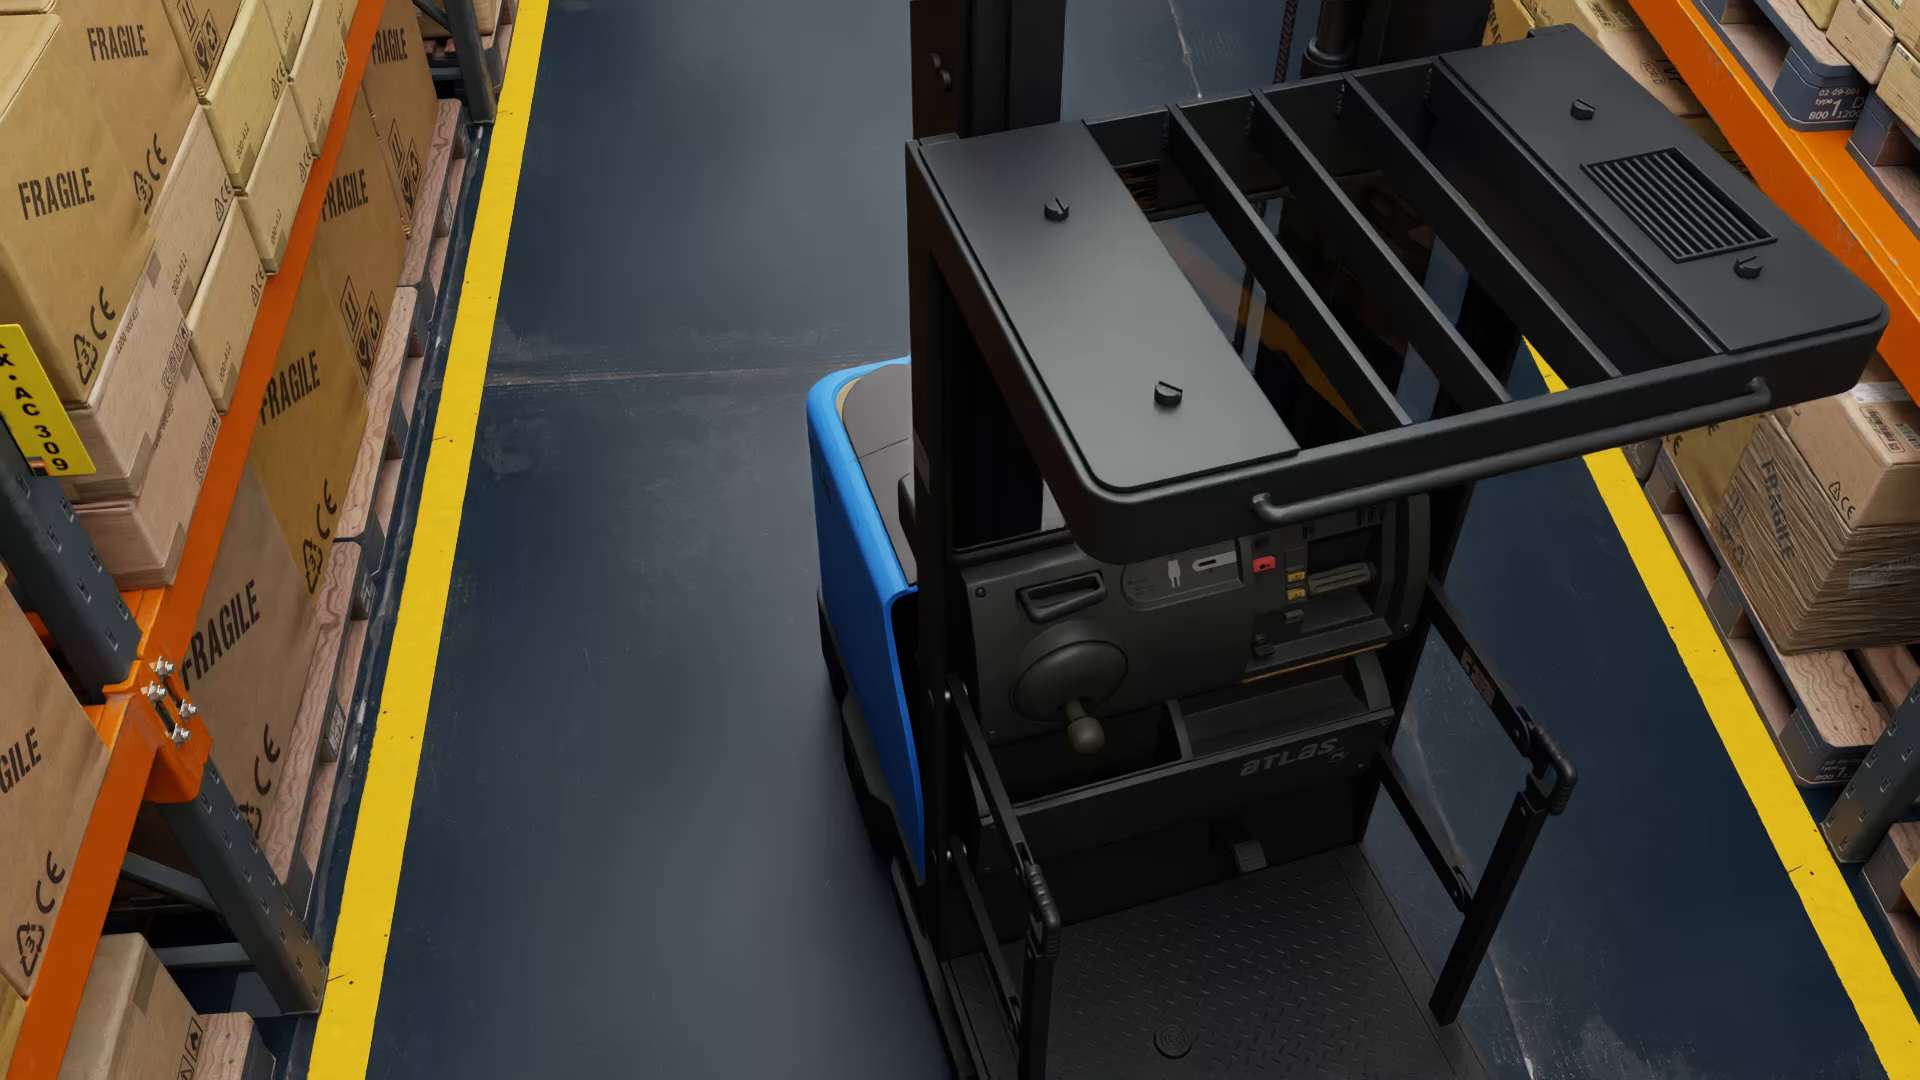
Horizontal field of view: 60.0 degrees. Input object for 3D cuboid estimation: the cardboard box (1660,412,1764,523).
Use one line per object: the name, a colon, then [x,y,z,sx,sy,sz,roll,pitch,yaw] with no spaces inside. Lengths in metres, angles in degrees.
cardboard box: [2.477,-0.416,5.010,0.500,0.500,0.500,-4,47,-4]

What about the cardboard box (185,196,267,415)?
cardboard box: [-1.911,-0.523,3.783,0.500,0.250,0.500,-5,47,-4]

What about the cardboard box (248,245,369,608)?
cardboard box: [-2.307,-0.376,4.715,0.875,0.875,0.875,-2,47,-2]

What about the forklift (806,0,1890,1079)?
forklift: [0.530,0.233,3.011,1.130,2.935,3.031,-13,48,-12]

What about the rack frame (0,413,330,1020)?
rack frame: [-2.092,0.134,3.057,1.000,3.000,0.127,-3,47,-3]

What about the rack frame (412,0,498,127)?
rack frame: [-2.427,-2.760,5.798,1.000,3.000,0.127,-3,47,-3]

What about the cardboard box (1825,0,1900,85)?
cardboard box: [2.511,-1.324,4.322,0.380,0.149,0.250,-5,47,-5]

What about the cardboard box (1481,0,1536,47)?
cardboard box: [2.302,-1.891,6.408,0.500,0.500,0.500,-5,47,-5]

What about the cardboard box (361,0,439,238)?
cardboard box: [-2.452,-1.669,5.939,0.875,0.875,0.875,-4,47,-4]

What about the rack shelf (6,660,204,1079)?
rack shelf: [-1.925,1.829,1.948,1.077,0.370,4.000,-3,47,-3]

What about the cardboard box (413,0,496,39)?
cardboard box: [-2.464,-2.410,6.987,0.950,0.372,0.625,-6,47,-6]

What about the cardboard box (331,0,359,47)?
cardboard box: [-2.041,-1.624,4.826,0.500,0.250,0.500,-4,47,-4]

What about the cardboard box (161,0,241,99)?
cardboard box: [-1.952,-1.309,3.667,0.500,0.500,0.500,-5,47,-4]

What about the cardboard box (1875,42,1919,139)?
cardboard box: [2.540,-1.123,4.131,0.380,0.149,0.250,-6,47,-5]

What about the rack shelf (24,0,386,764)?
rack shelf: [-2.260,-1.065,4.689,1.077,0.370,4.000,-3,47,-3]

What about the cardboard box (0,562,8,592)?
cardboard box: [-1.777,0.081,2.350,0.500,0.500,0.500,-4,47,-4]

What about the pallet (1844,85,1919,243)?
pallet: [2.913,-0.736,4.013,1.003,0.211,1.213,-3,47,-3]

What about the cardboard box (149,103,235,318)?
cardboard box: [-1.920,-0.697,3.603,0.500,0.250,0.500,-3,47,-3]

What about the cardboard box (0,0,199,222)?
cardboard box: [-1.913,-0.946,3.323,0.500,0.500,0.500,-4,47,-4]

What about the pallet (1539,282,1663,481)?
pallet: [2.660,-0.729,5.795,1.003,0.211,1.213,-3,47,-3]

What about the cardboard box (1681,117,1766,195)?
cardboard box: [2.430,-1.060,5.104,0.500,0.250,0.500,-5,47,-5]

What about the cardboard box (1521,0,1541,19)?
cardboard box: [2.314,-2.163,6.148,0.500,0.250,0.500,-5,47,-5]

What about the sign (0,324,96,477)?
sign: [-1.539,-0.226,2.747,0.100,0.325,0.005,-3,47,-3]

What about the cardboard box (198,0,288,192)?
cardboard box: [-1.935,-1.064,3.951,0.500,0.250,0.500,-3,47,-3]

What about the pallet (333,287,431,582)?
pallet: [-2.337,-0.345,5.432,1.003,0.211,1.213,-3,47,-3]

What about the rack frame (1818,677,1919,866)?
rack frame: [2.832,-0.240,3.411,1.000,3.000,0.127,-3,47,-3]

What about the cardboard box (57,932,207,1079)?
cardboard box: [-2.146,1.332,3.398,0.875,0.438,0.875,-4,47,-4]

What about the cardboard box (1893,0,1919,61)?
cardboard box: [2.534,-1.244,4.041,0.380,0.149,0.250,-5,47,-5]

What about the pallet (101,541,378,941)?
pallet: [-2.232,0.539,4.594,1.003,0.211,1.213,-3,47,-3]

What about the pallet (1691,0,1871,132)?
pallet: [2.704,-1.638,4.868,1.003,0.211,1.213,-3,47,-3]

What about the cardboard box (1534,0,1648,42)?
cardboard box: [2.356,-1.796,5.801,0.500,0.250,0.500,-4,47,-4]

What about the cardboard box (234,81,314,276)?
cardboard box: [-1.938,-0.895,4.135,0.500,0.250,0.500,-4,47,-4]

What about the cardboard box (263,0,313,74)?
cardboard box: [-1.980,-1.430,4.297,0.500,0.250,0.500,-5,47,-4]

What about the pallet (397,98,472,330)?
pallet: [-2.436,-1.226,6.266,1.003,0.211,1.213,-3,47,-3]

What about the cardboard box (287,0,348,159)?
cardboard box: [-1.970,-1.257,4.478,0.500,0.250,0.500,-4,47,-4]

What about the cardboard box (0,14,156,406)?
cardboard box: [-1.842,-0.580,2.976,0.500,0.500,0.500,-3,47,-3]

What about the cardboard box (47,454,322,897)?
cardboard box: [-2.224,0.277,4.096,0.875,0.875,0.875,-2,47,-2]

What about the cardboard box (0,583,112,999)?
cardboard box: [-1.799,0.420,2.718,0.500,0.500,0.500,-3,47,-3]

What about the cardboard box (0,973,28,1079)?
cardboard box: [-1.750,0.792,2.365,0.500,0.500,0.500,-5,47,-4]

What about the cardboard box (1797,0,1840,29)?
cardboard box: [2.489,-1.515,4.503,0.380,0.149,0.250,-2,47,-2]

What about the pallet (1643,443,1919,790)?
pallet: [2.765,0.156,4.957,1.003,0.211,1.213,-3,47,-3]

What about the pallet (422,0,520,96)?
pallet: [-2.491,-2.366,7.346,1.003,0.211,1.213,-3,47,-3]

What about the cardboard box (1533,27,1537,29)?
cardboard box: [2.348,-1.528,6.063,0.500,0.500,0.500,-3,47,-3]

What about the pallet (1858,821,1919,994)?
pallet: [2.924,1.203,3.965,1.003,0.211,1.213,-3,47,-3]

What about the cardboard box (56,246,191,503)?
cardboard box: [-1.848,-0.322,3.248,0.500,0.250,0.500,-5,47,-4]

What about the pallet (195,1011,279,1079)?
pallet: [-2.106,1.648,3.544,1.003,0.211,1.213,-3,47,-3]

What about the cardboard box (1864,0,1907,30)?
cardboard box: [2.513,-1.432,4.219,0.380,0.149,0.250,-6,47,-5]

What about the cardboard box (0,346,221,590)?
cardboard box: [-1.866,-0.149,3.428,0.500,0.250,0.500,-4,47,-4]

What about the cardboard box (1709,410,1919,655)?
cardboard box: [2.519,-0.045,4.659,0.500,0.500,0.500,-4,47,-4]

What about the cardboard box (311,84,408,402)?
cardboard box: [-2.381,-1.023,5.327,0.875,0.875,0.875,-3,47,-3]

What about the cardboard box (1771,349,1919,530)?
cardboard box: [2.518,-0.306,4.390,0.500,0.250,0.500,-5,47,-4]

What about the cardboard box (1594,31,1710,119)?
cardboard box: [2.385,-1.437,5.461,0.500,0.250,0.500,-3,47,-3]

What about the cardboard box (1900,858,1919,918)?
cardboard box: [2.542,0.879,4.026,0.380,0.149,0.250,-5,47,-5]
